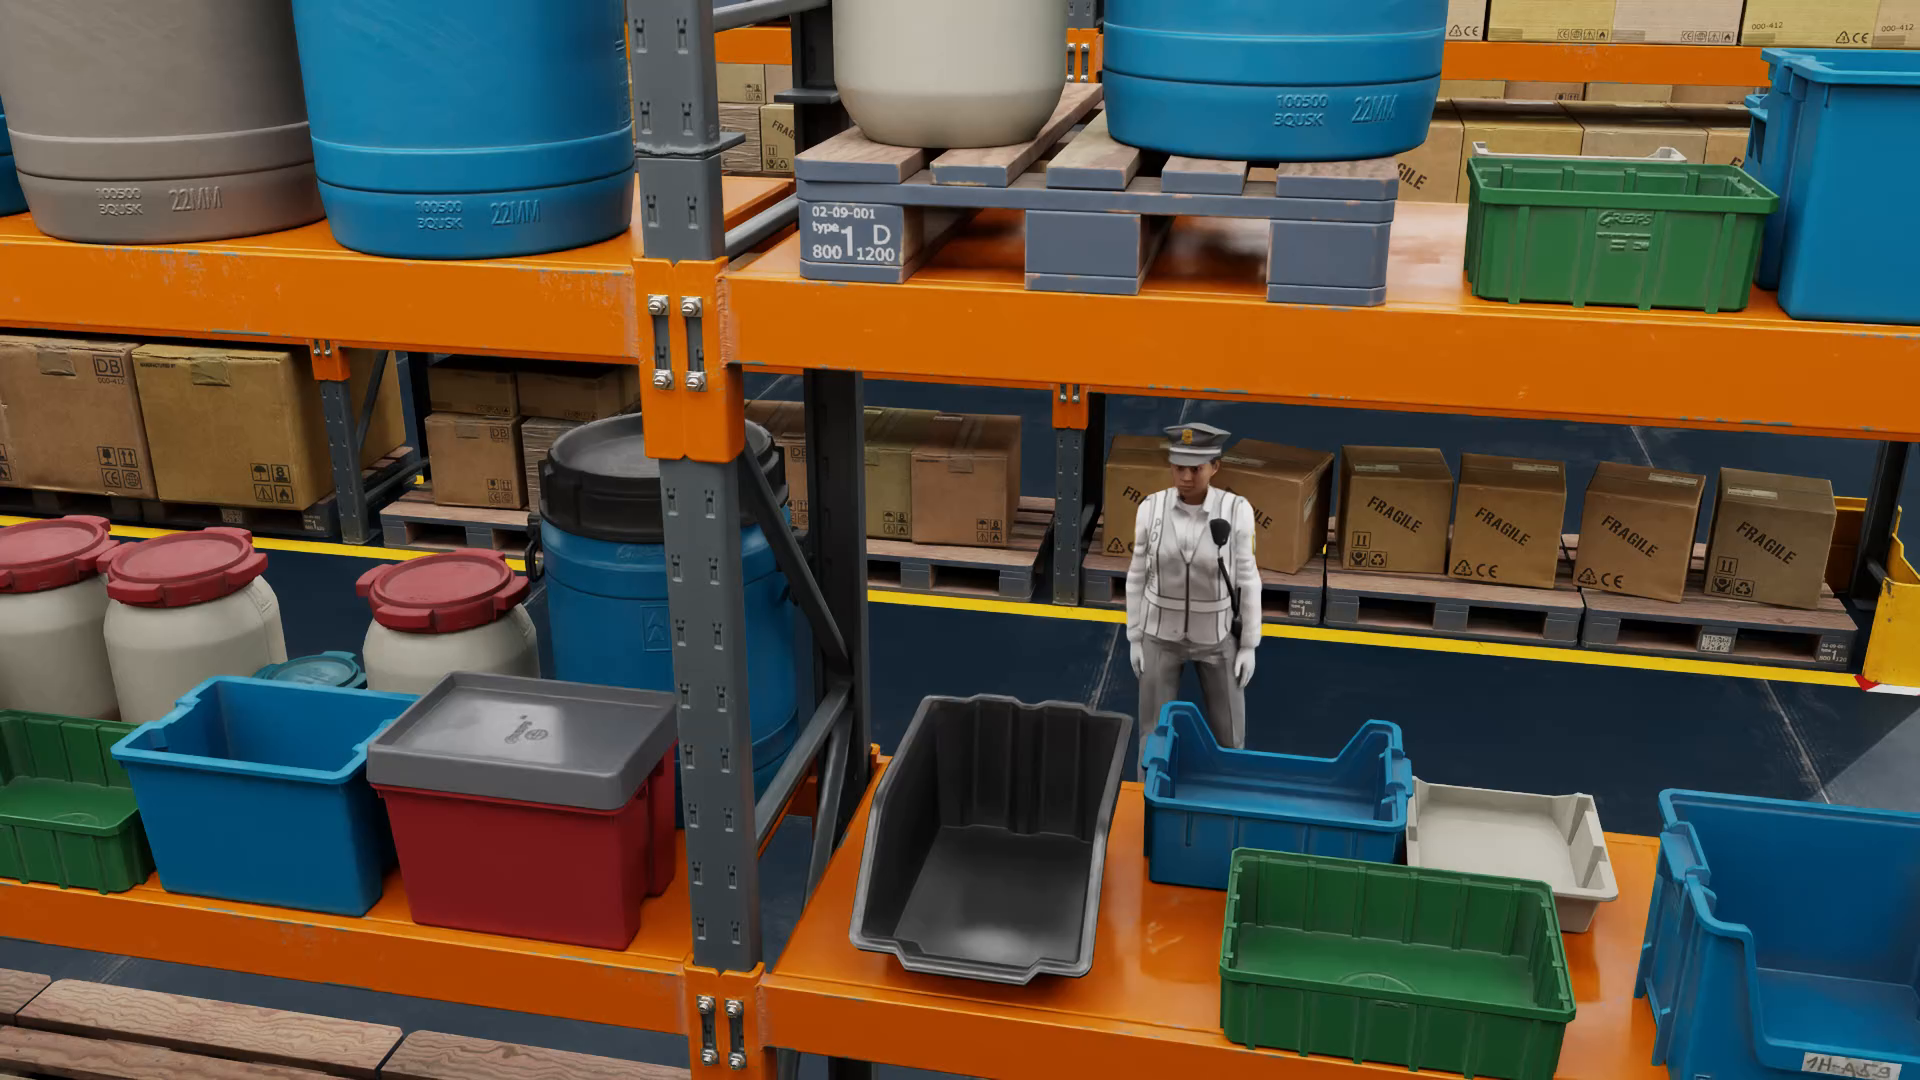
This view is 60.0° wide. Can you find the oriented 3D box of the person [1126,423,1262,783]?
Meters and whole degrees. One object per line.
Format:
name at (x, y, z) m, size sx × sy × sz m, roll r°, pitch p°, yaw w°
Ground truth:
person at (0.863, 0.375, 6.136) m, size 0.523 × 1.715 × 0.613 m, roll 5°, pitch 22°, yaw 12°
